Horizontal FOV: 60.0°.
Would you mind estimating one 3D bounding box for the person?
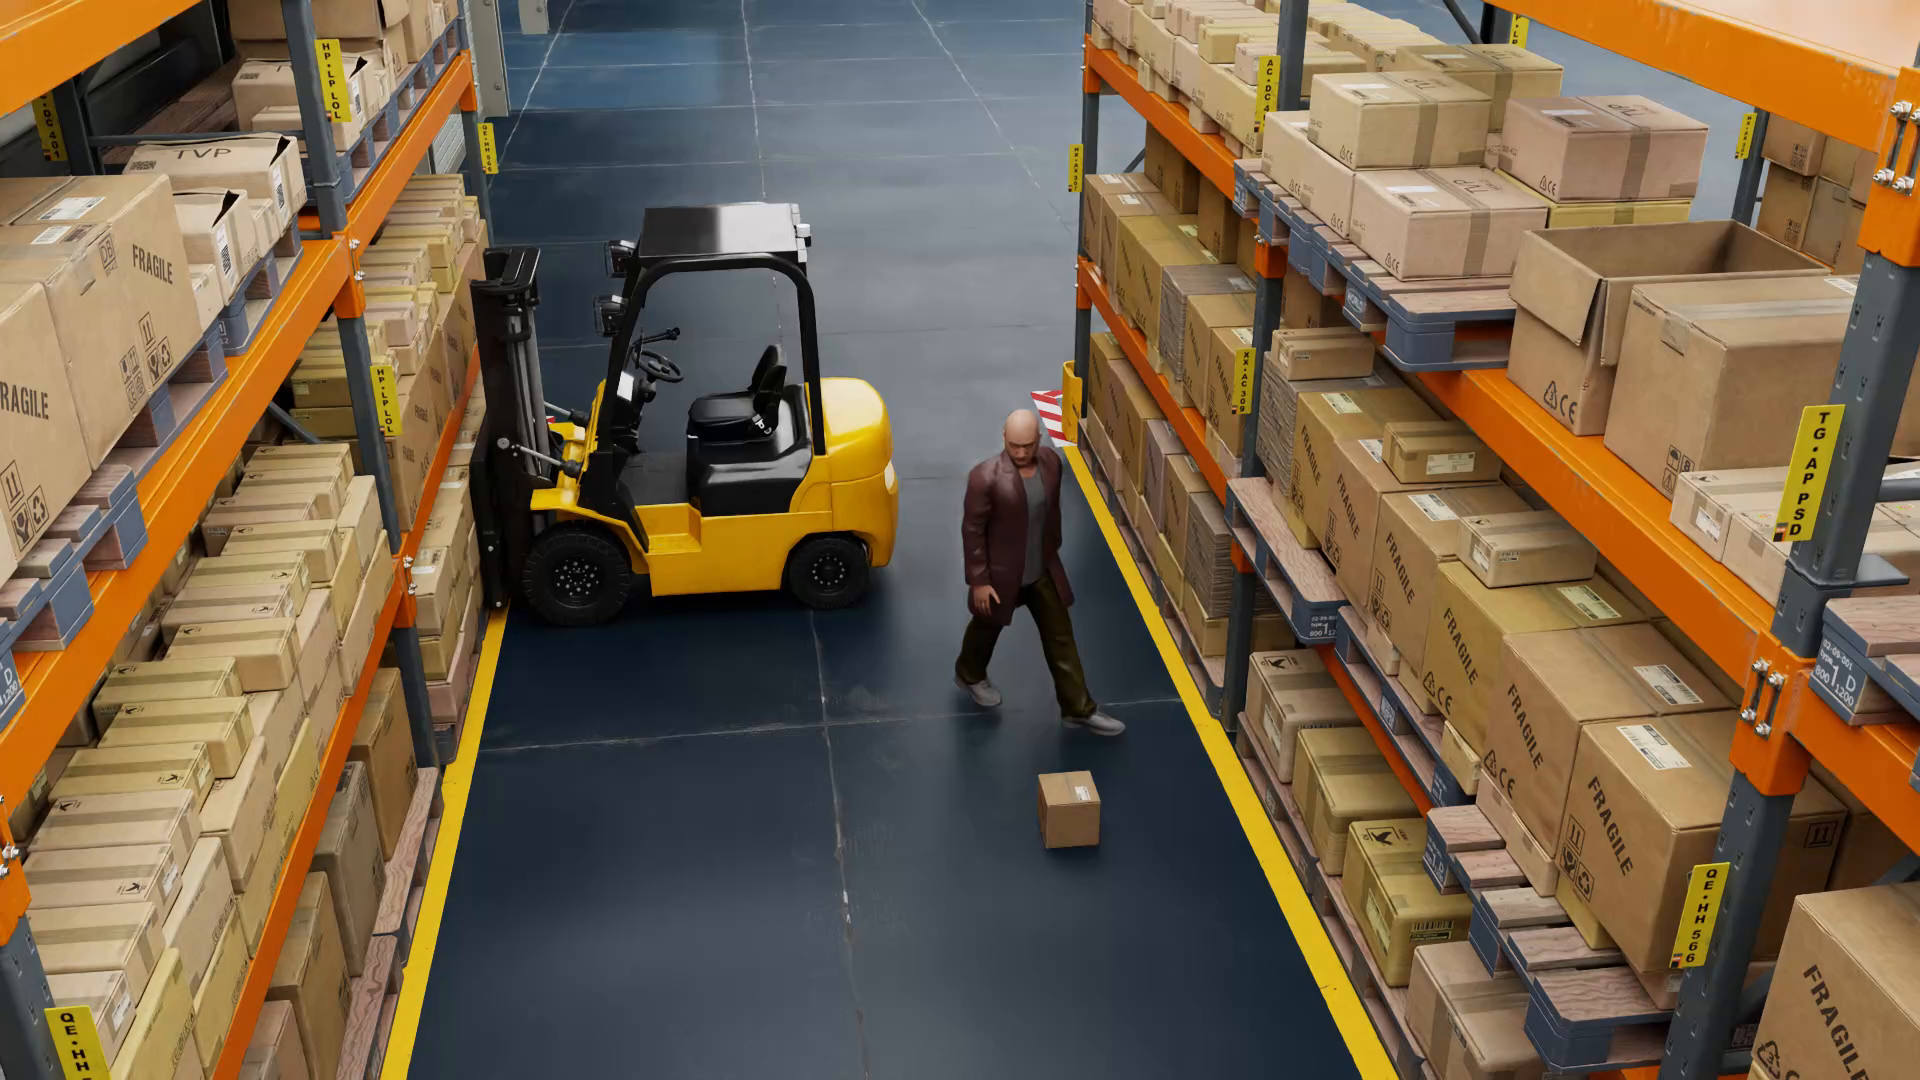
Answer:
[{"bbox_3d":[0.330,0.153,8.311,0.650,1.732,0.986,-15,31,-27],"label":"person"}]
